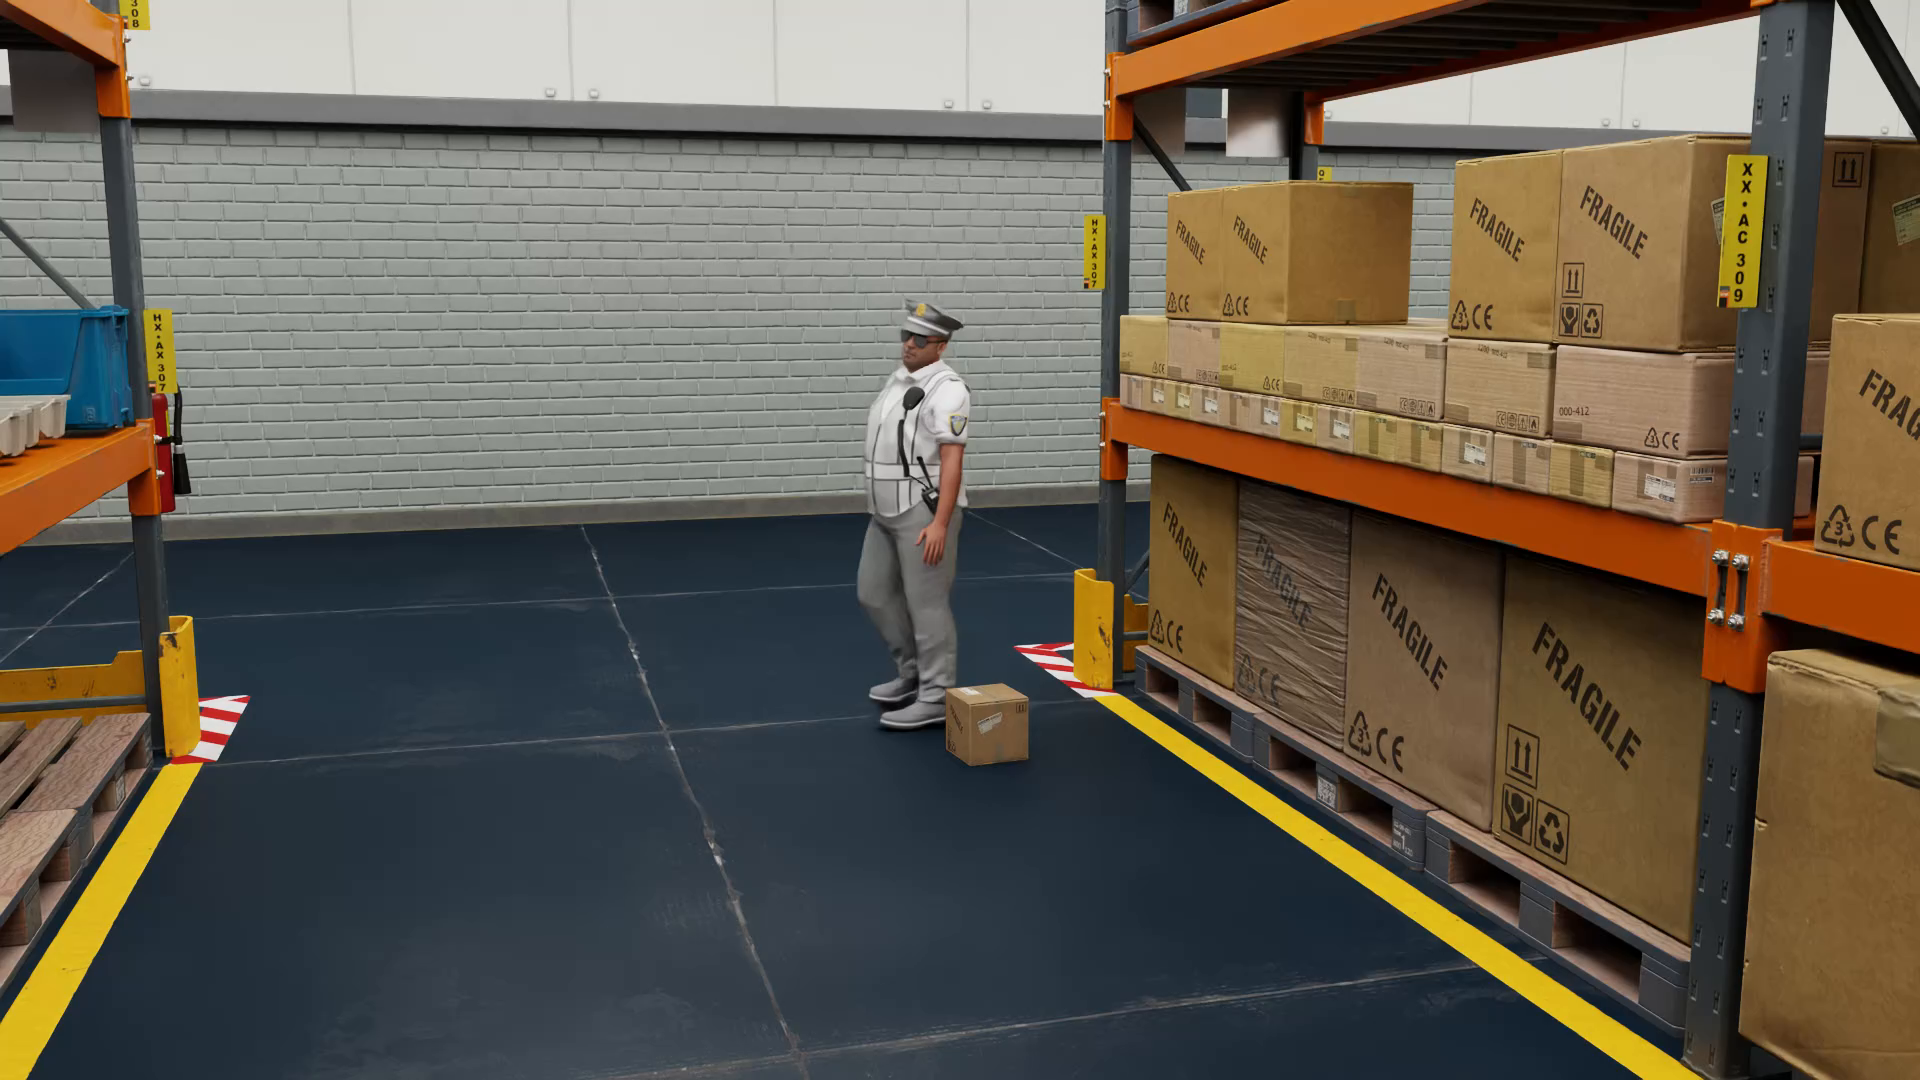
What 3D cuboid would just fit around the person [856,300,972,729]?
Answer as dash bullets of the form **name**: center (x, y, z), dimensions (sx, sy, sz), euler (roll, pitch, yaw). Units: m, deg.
- **person**: center (-0.198, -0.117, 6.957), dimensions (0.421, 1.760, 0.622), euler (-5, 11, -30)
